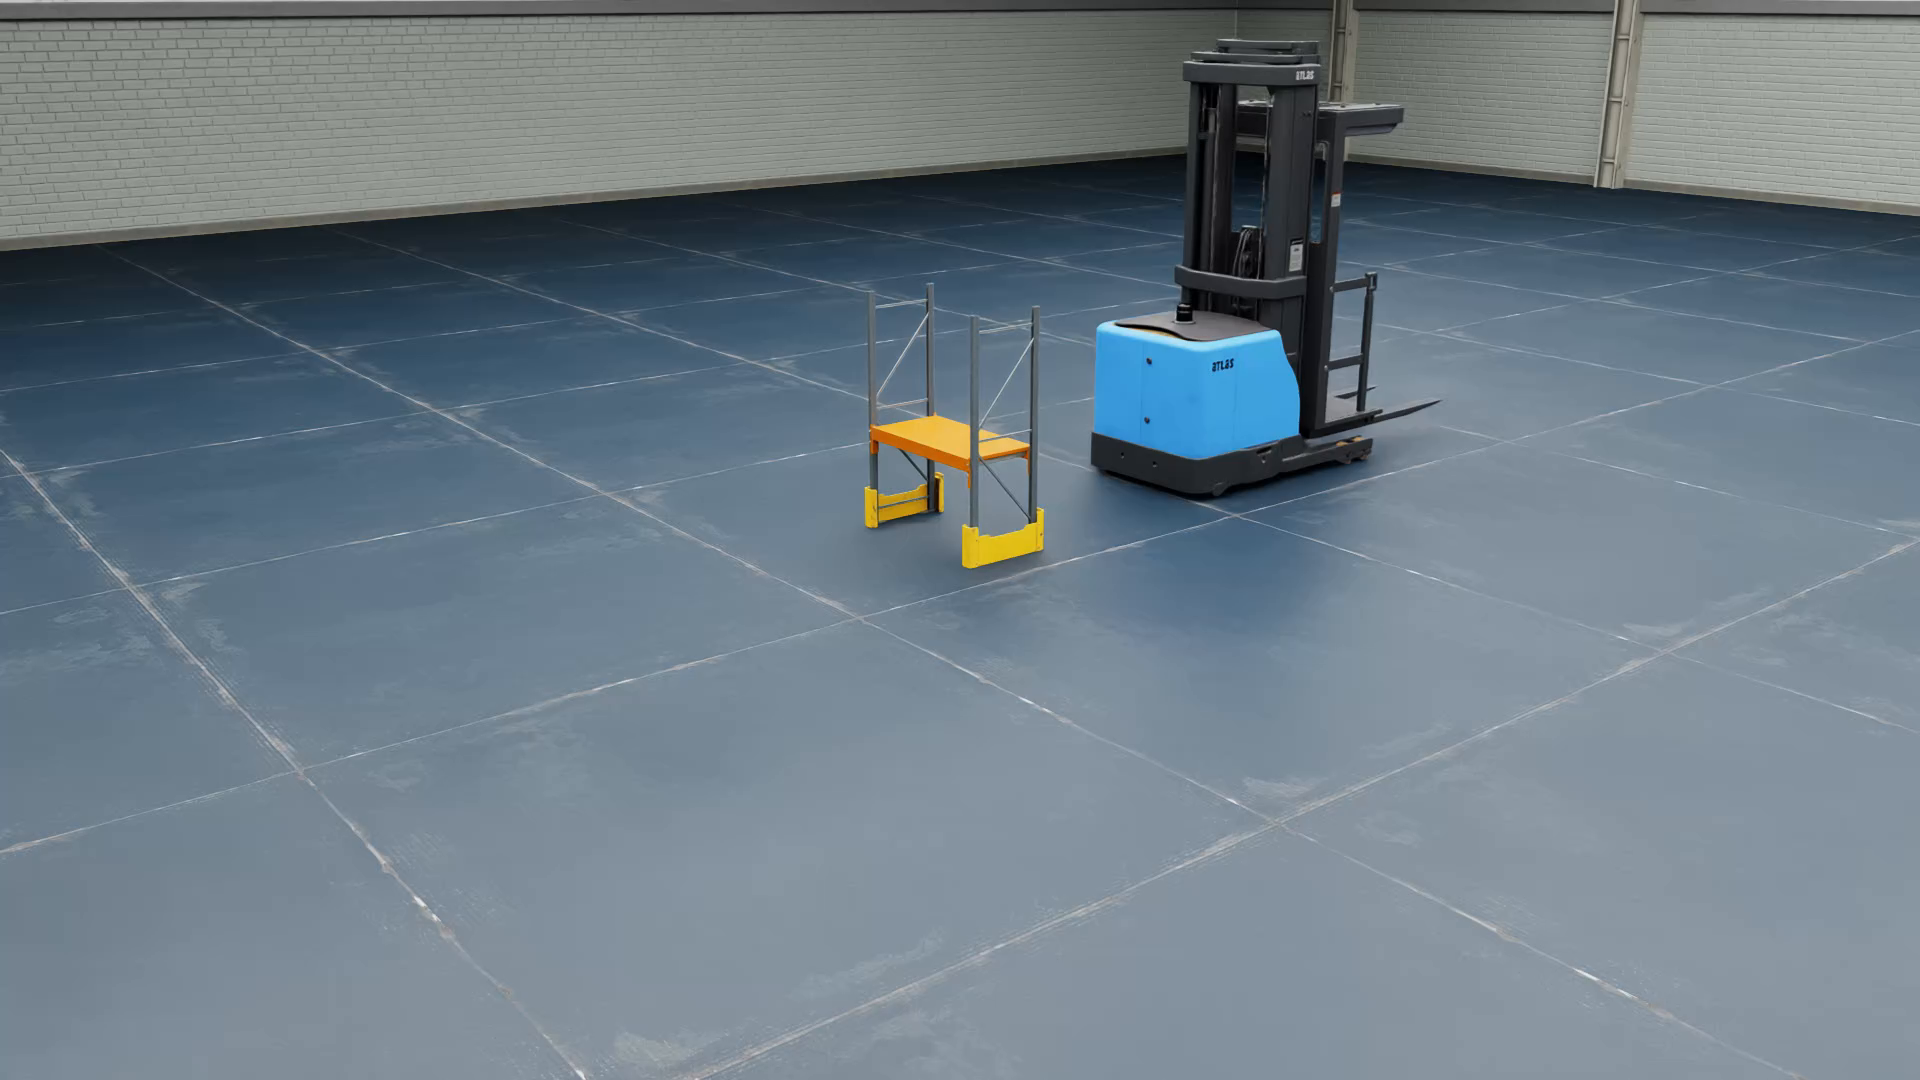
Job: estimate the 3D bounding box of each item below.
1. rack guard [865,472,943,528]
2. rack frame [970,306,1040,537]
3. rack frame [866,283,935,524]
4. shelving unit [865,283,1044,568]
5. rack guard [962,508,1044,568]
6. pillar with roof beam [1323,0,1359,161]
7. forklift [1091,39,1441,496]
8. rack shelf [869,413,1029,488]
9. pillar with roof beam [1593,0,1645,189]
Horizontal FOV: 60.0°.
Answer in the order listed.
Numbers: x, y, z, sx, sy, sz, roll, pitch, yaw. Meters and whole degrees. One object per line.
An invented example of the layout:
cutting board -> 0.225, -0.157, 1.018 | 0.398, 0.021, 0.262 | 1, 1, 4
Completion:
rack guard -> -0.357, -0.260, 10.751 | 0.587, 0.250, 0.087 | -14, 23, -36
rack frame -> 0.263, -0.608, 9.812 | 0.500, 1.500, 0.032 | -14, 23, -36
rack frame -> -0.369, -0.858, 10.569 | 0.500, 1.500, 0.032 | -14, 23, -36
shelving unit -> -0.047, -0.731, 10.183 | 0.587, 1.500, 1.083 | -14, 23, -36
rack guard -> 0.262, -0.015, 10.009 | 0.587, 0.250, 0.087 | -14, 23, -36
pillar with roof beam -> 4.149, -11.031, 29.360 | 9.100, 9.000, 0.400 | -14, 23, -36
forklift -> 2.379, -2.047, 11.882 | 3.031, 2.935, 1.130 | -15, 23, -38
rack shelf -> -0.053, -0.562, 10.247 | 0.538, 0.185, 1.000 | -14, 23, -36
pillar with roof beam -> 7.875, -9.552, 24.895 | 9.100, 9.000, 0.400 | -14, 23, -36
